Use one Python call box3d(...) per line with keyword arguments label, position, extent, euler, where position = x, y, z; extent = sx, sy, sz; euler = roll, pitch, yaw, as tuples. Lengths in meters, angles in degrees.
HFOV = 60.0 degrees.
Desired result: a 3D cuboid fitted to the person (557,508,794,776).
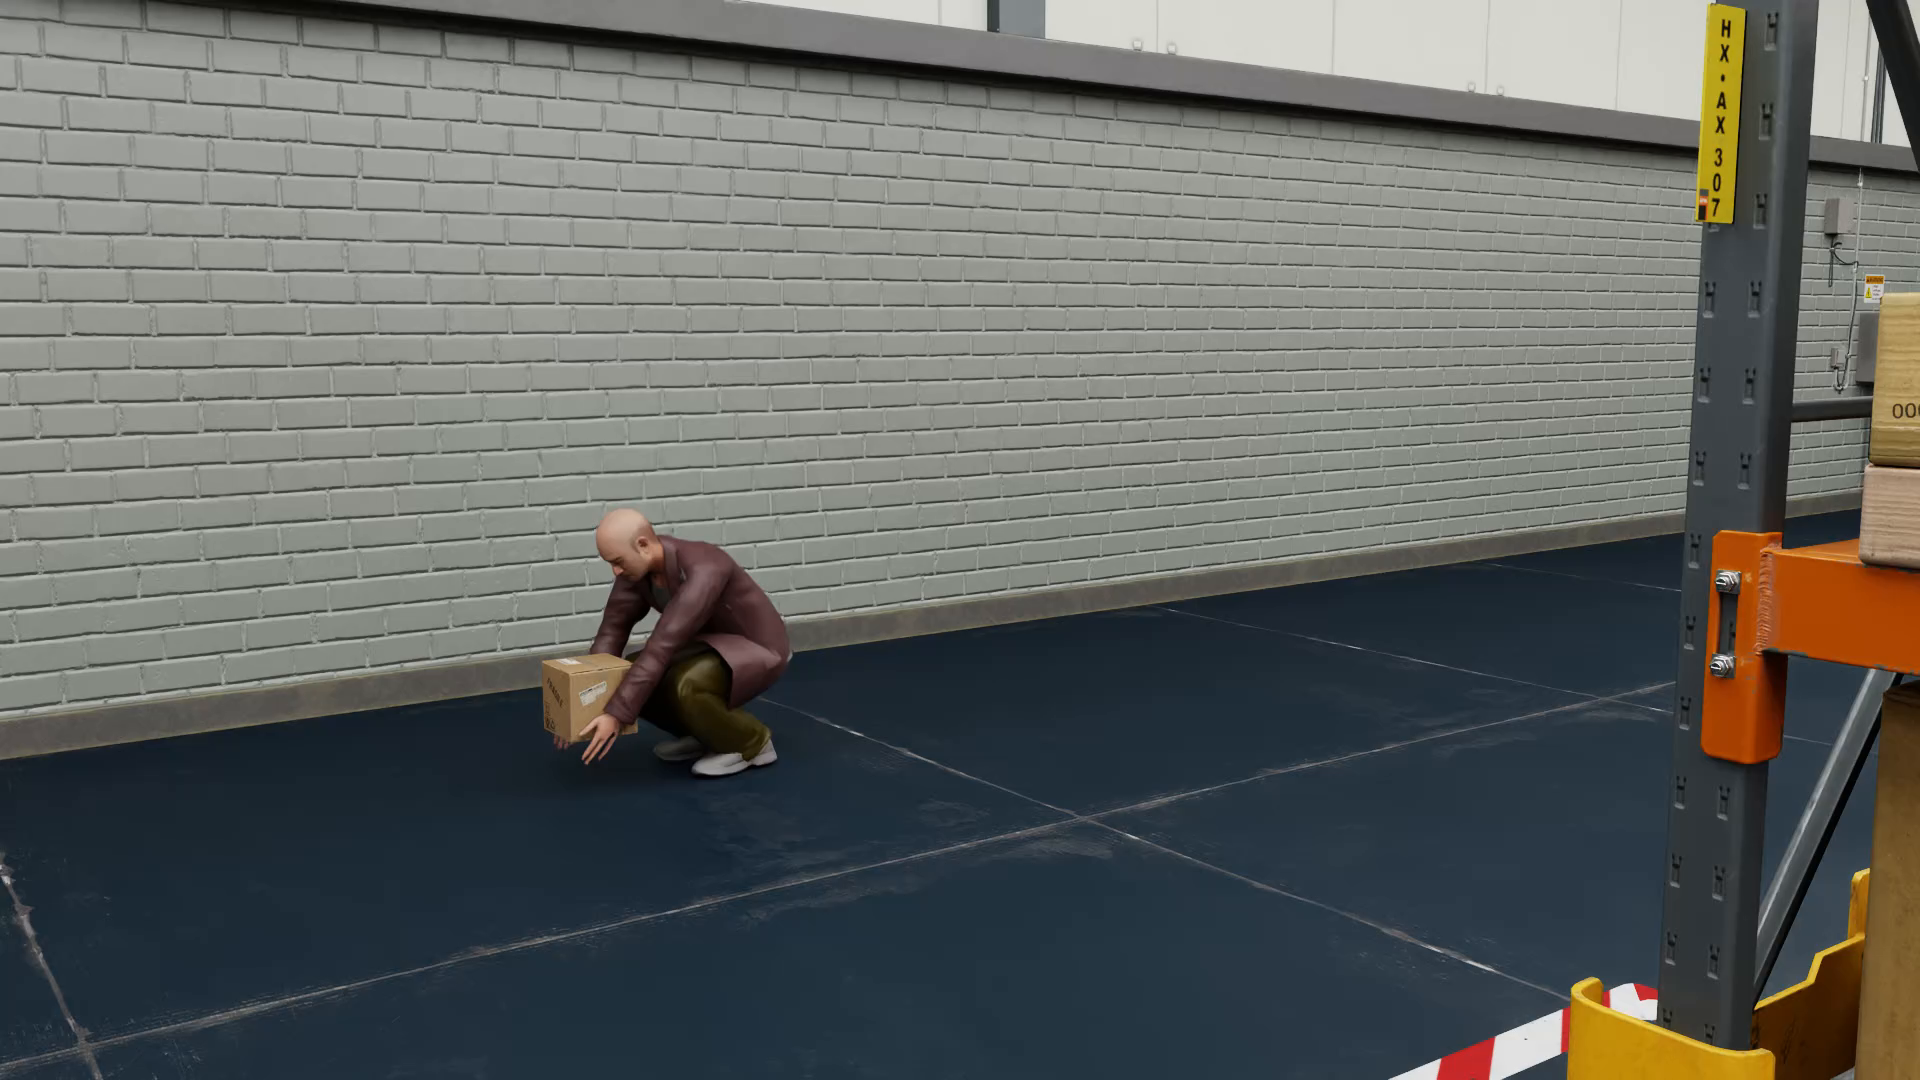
box3d(label="person", position=(-1.041, 0.359, 6.109), extent=(0.917, 1.006, 0.587), euler=(-6, 10, -37))
